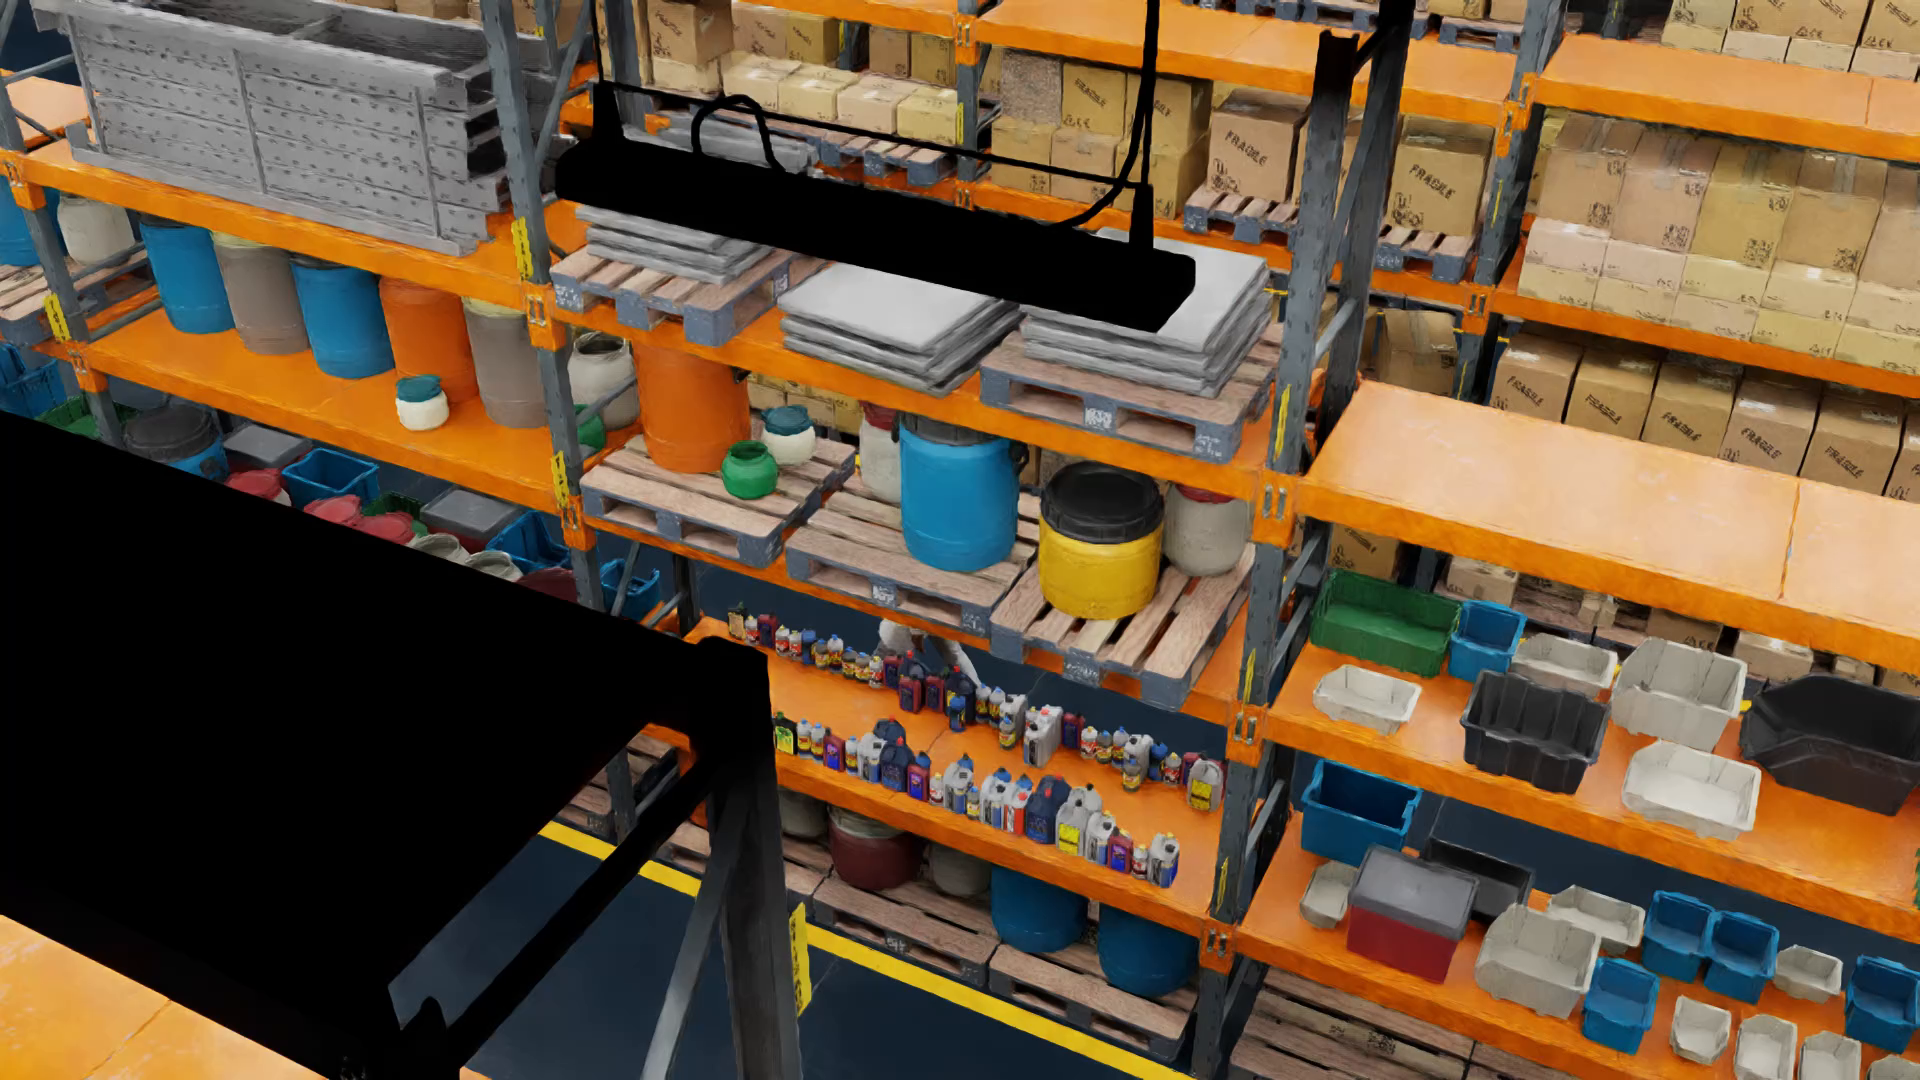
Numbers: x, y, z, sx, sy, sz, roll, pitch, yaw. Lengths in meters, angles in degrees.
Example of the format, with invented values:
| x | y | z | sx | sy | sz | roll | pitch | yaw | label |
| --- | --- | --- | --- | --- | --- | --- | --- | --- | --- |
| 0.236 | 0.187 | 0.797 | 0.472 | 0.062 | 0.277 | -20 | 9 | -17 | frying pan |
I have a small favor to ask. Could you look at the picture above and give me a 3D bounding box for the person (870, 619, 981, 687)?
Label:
| x | y | z | sx | sy | sz | roll | pitch | yaw | label |
| --- | --- | --- | --- | --- | --- | --- | --- | --- | --- |
| -0.323 | 0.462 | 11.704 | 1.172 | 1.698 | 0.598 | 18 | 39 | 23 | person |
